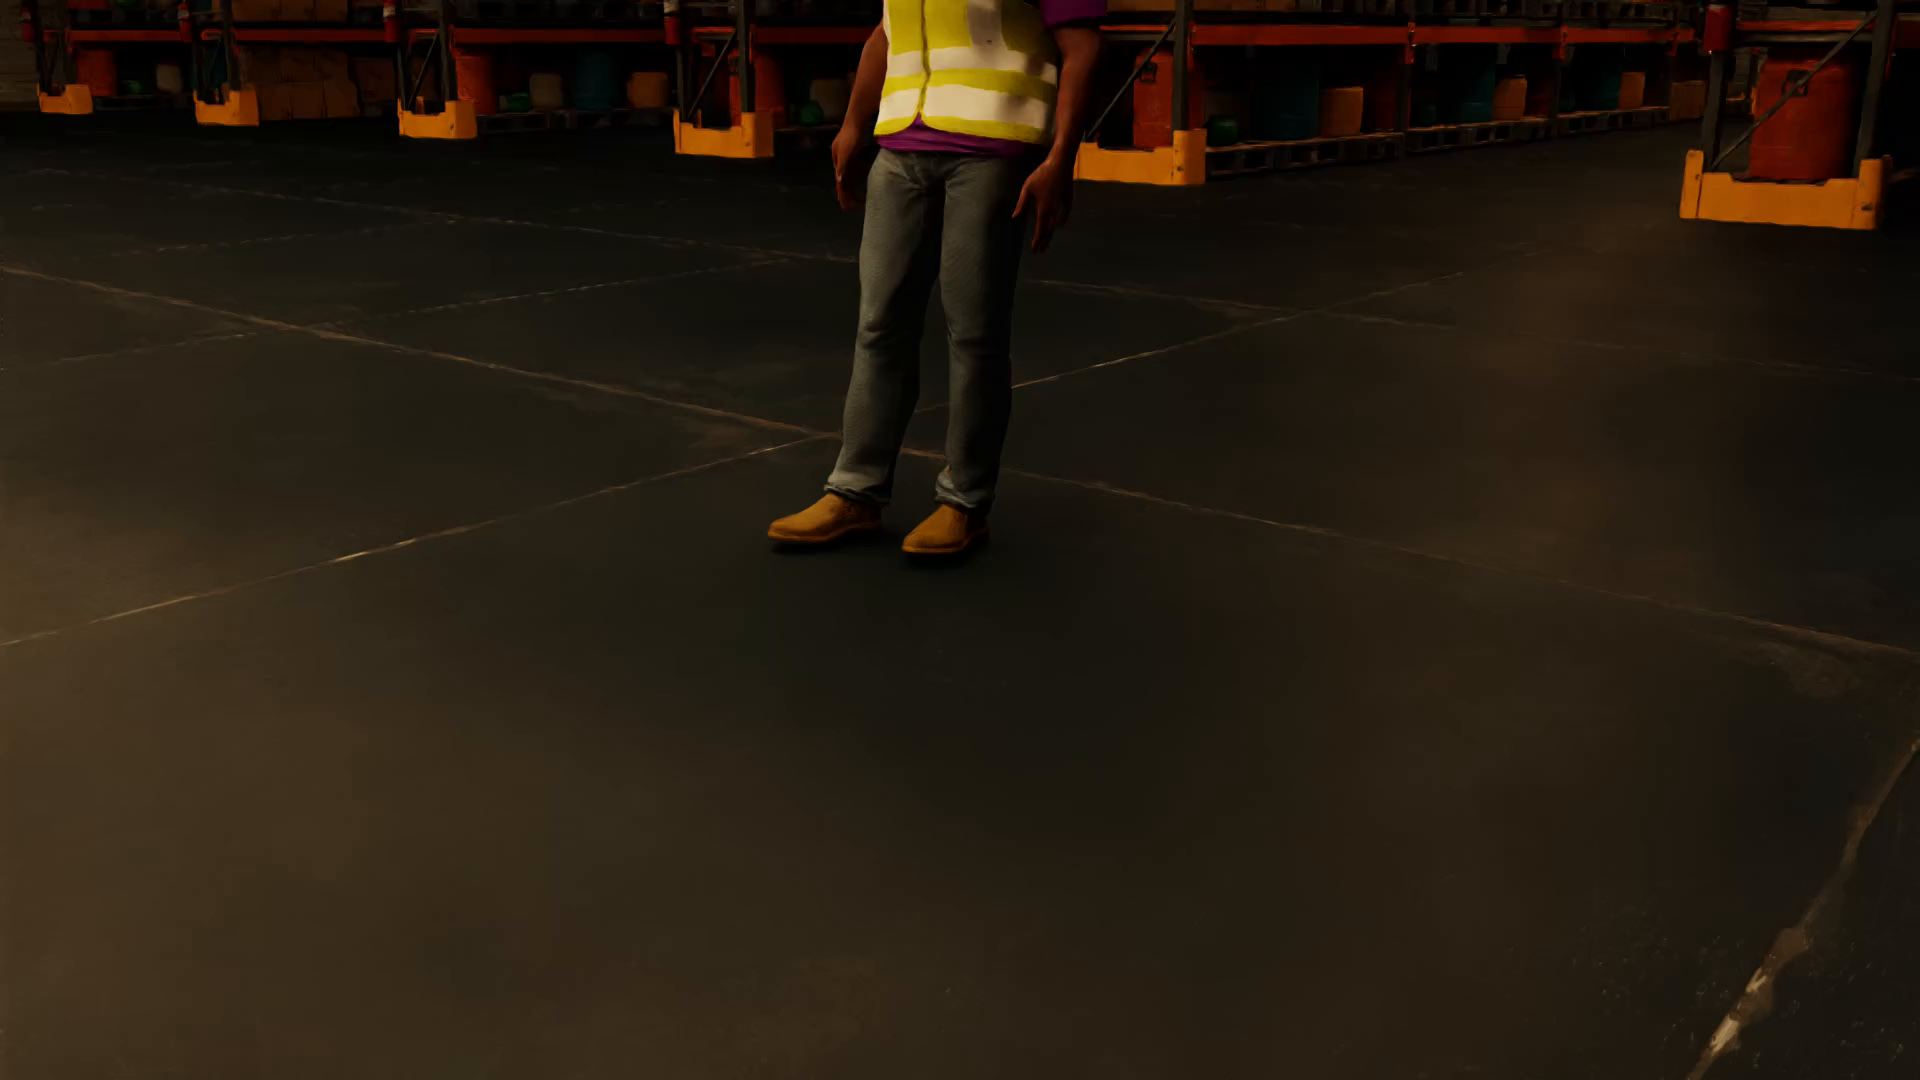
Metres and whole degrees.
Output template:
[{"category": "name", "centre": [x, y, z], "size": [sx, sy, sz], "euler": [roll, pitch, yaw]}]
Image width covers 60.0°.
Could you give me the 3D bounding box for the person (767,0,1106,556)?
[{"category": "person", "centre": [-0.049, -0.837, 3.635], "size": [0.665, 1.766, 0.576], "euler": [13, 21, 37]}]
